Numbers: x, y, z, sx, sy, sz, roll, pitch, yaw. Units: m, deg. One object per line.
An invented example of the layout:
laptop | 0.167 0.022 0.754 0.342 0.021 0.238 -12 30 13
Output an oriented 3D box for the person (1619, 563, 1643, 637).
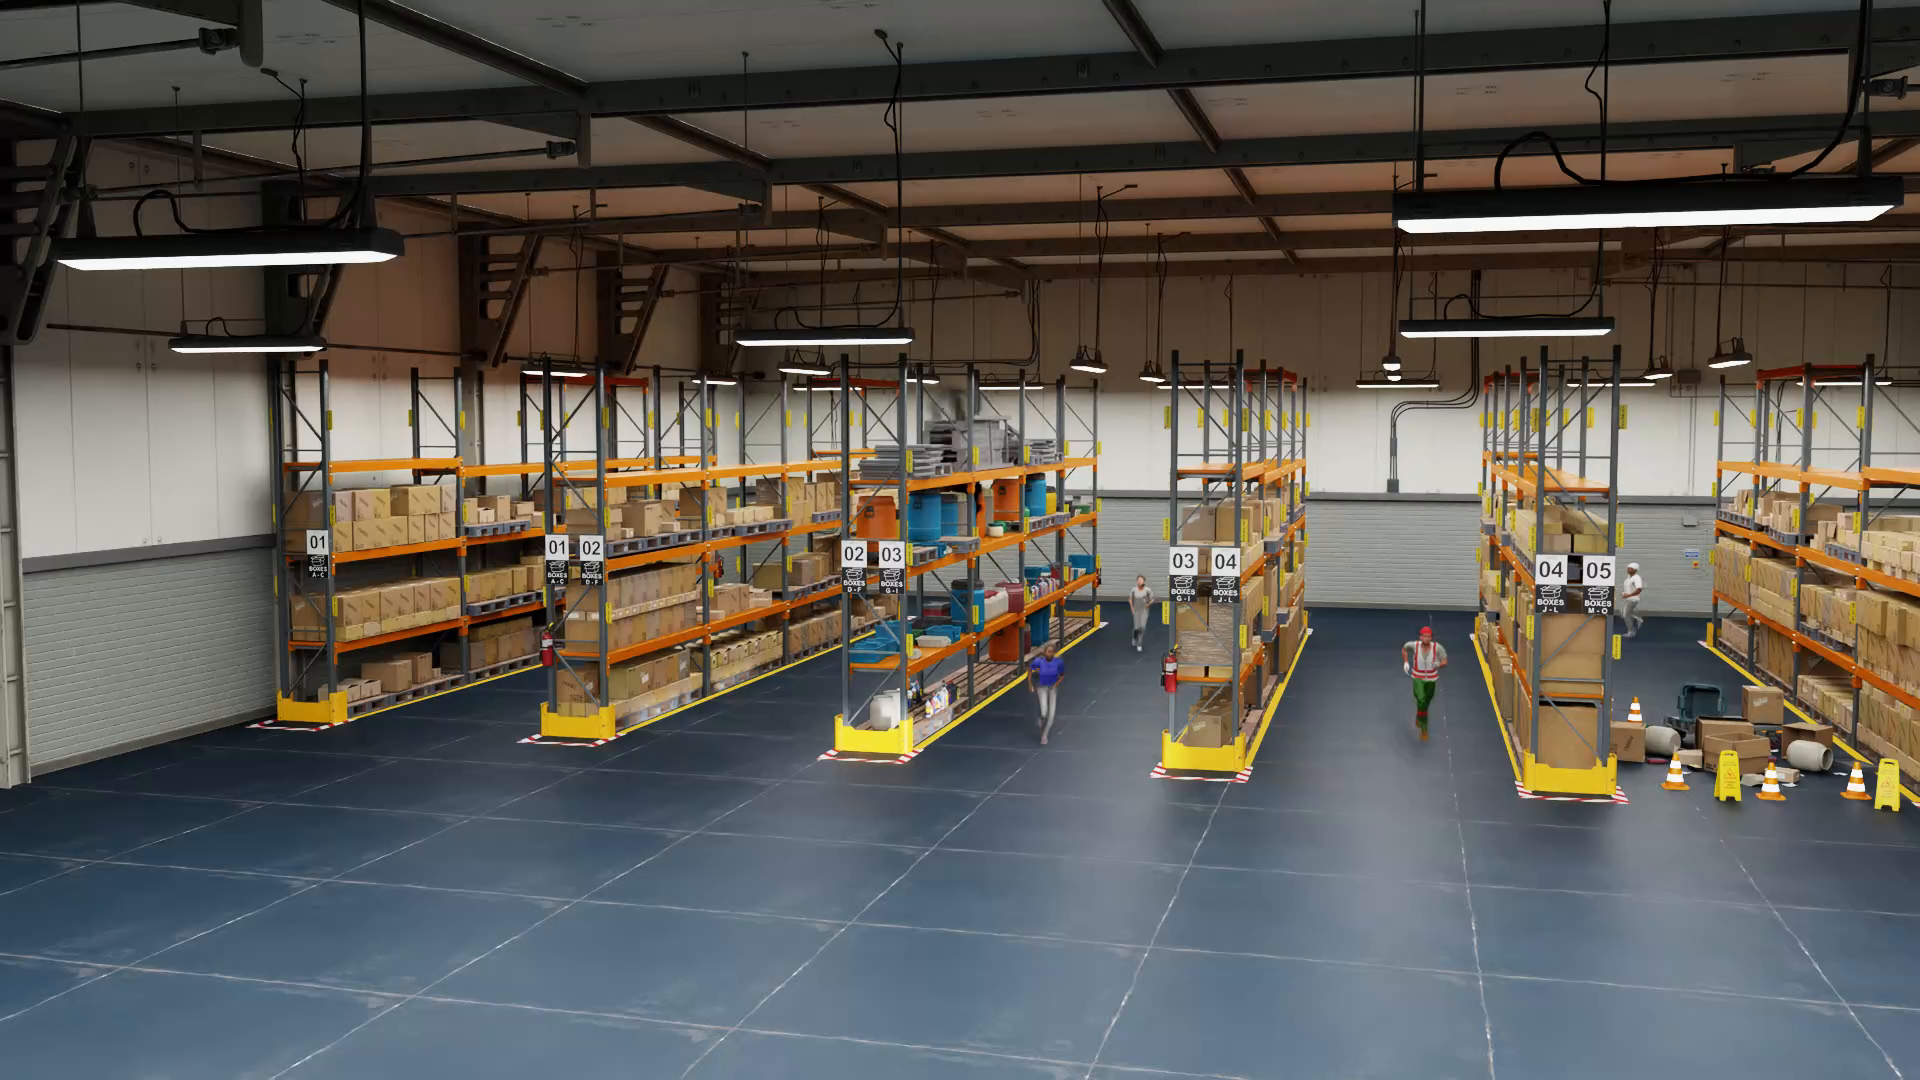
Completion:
person | 15.548 1.384 38.467 0.587 1.722 0.703 0 4 6

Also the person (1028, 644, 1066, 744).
person | 1.347 2.384 25.832 0.563 1.574 0.699 -1 4 -9

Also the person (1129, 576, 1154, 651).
person | 3.947 1.589 36.203 0.556 1.637 0.584 1 4 8

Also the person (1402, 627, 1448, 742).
person | 7.350 2.237 26.351 0.654 1.794 1.004 0 4 4
